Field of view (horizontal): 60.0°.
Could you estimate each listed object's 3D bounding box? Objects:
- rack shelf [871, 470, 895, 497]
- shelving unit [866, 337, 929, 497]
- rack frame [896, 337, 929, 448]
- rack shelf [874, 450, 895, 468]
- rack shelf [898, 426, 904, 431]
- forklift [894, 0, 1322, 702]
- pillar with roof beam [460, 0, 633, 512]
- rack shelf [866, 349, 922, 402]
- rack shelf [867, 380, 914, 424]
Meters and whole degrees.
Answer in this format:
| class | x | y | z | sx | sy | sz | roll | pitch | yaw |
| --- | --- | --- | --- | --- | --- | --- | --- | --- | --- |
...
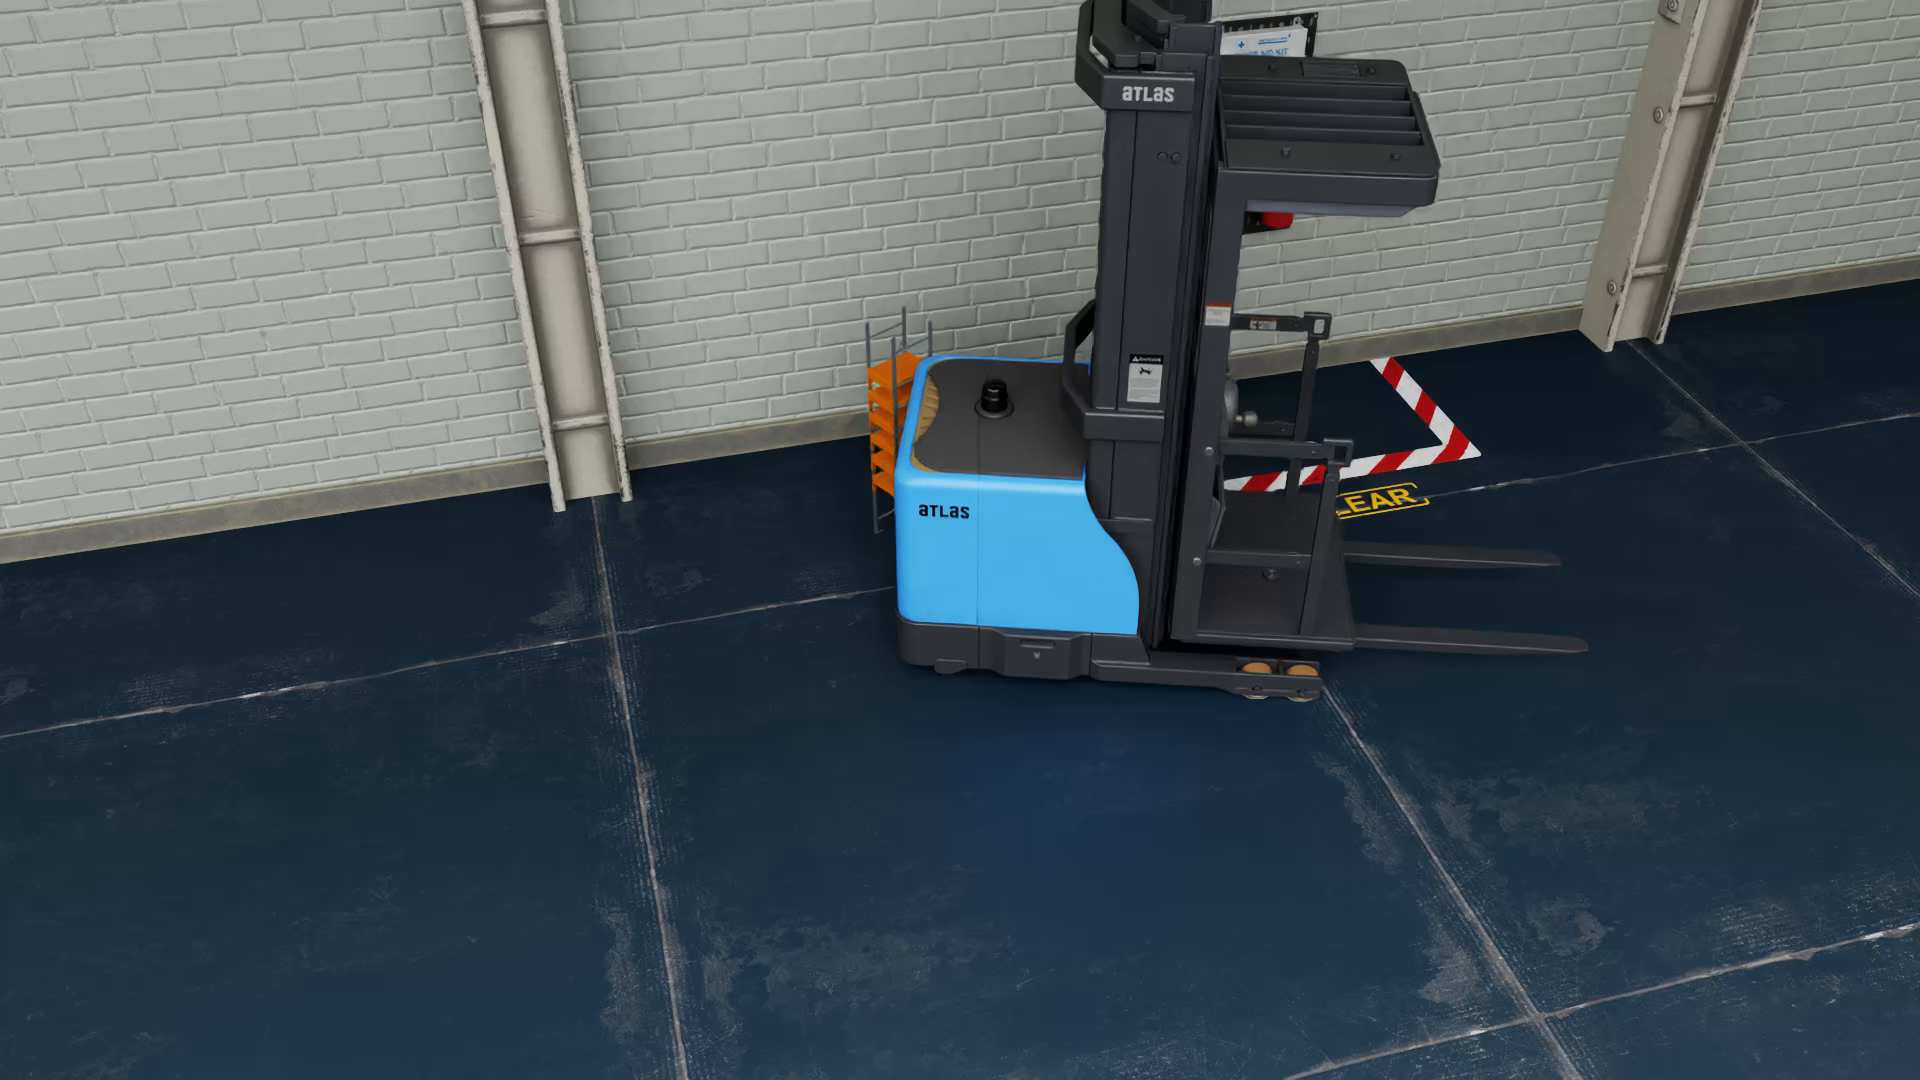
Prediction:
| class | x | y | z | sx | sy | sz | roll | pitch | yaw |
| --- | --- | --- | --- | --- | --- | --- | --- | --- | --- |
| rack shelf | -0.275 | -0.288 | 8.085 | 0.258 | 0.103 | 0.180 | -29 | 46 | -32 |
| shelving unit | -0.275 | -0.513 | 7.911 | 0.258 | 1.046 | 0.183 | -29 | 46 | -32 |
| rack frame | -0.215 | -0.472 | 7.857 | 0.228 | 1.046 | 0.002 | -29 | 46 | -32 |
| rack shelf | -0.276 | -0.405 | 7.995 | 0.221 | 0.034 | 0.171 | -29 | 46 | -32 |
| rack shelf | -0.277 | -0.589 | 7.853 | 0.199 | 0.020 | 0.166 | -29 | 46 | -32 |
| forklift | 1.260 | -0.792 | 6.852 | 3.031 | 2.935 | 1.130 | 3 | 38 | 4 |
| pillar with roof beam | -0.779 | -1.312 | 2.538 | 0.400 | 9.000 | 9.100 | -9 | 38 | -12 |
| rack shelf | -0.278 | -0.764 | 7.719 | 0.258 | 0.103 | 0.180 | -29 | 46 | -32 |
| rack shelf | -0.277 | -0.668 | 7.792 | 0.258 | 0.103 | 0.180 | -29 | 46 | -32 |
